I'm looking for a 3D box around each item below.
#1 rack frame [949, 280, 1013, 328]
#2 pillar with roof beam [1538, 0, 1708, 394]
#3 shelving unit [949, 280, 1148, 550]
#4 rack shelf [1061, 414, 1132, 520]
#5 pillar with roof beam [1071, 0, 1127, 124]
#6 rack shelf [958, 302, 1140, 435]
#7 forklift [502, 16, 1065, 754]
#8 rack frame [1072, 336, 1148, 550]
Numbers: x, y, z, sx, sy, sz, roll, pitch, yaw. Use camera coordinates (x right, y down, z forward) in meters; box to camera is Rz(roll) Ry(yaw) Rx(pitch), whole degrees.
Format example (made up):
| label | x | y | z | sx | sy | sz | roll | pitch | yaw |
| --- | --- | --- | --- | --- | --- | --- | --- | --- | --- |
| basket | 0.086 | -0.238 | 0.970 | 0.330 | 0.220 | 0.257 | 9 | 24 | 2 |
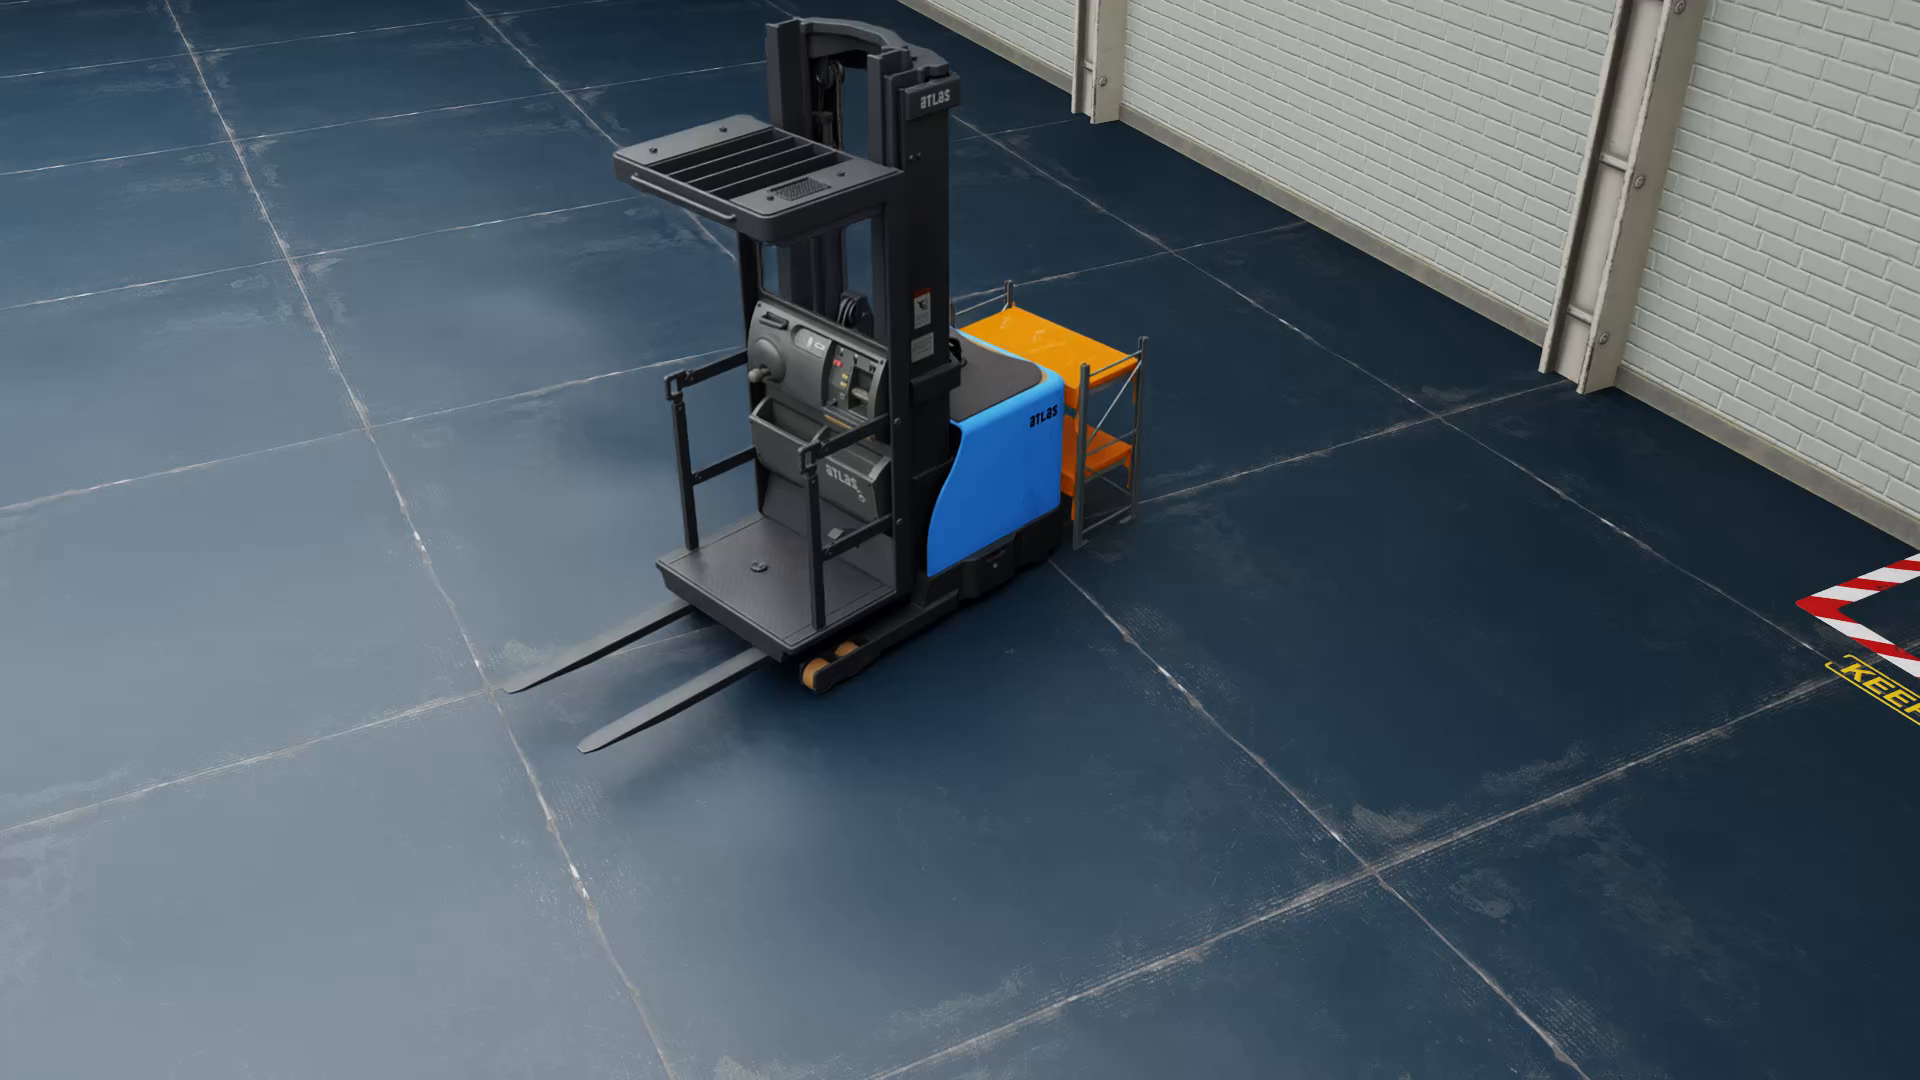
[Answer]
| label | x | y | z | sx | sy | sz | roll | pitch | yaw |
| --- | --- | --- | --- | --- | --- | --- | --- | --- | --- |
| rack frame | 0.113 | -0.917 | 9.658 | 0.500 | 1.125 | 0.032 | -27 | 41 | -35 |
| pillar with roof beam | 0.252 | -3.778 | 6.825 | 9.100 | 9.000 | 0.400 | -16 | 36 | -23 |
| shelving unit | 0.463 | -0.718 | 9.347 | 0.538 | 1.125 | 1.048 | -27 | 41 | -35 |
| rack shelf | 0.463 | -0.512 | 9.479 | 0.538 | 0.278 | 1.000 | -27 | 41 | -35 |
| pillar with roof beam | -2.546 | -6.642 | 11.294 | 9.100 | 9.000 | 0.400 | -16 | 36 | -23 |
| rack shelf | 0.463 | -0.965 | 9.189 | 0.538 | 0.278 | 1.000 | -27 | 41 | -35 |
| forklift | -0.837 | -0.804 | 7.807 | 1.130 | 2.935 | 3.031 | 28 | 42 | 36 |
| rack frame | 0.813 | -0.519 | 9.037 | 0.500 | 1.125 | 0.032 | -27 | 41 | -35 |
